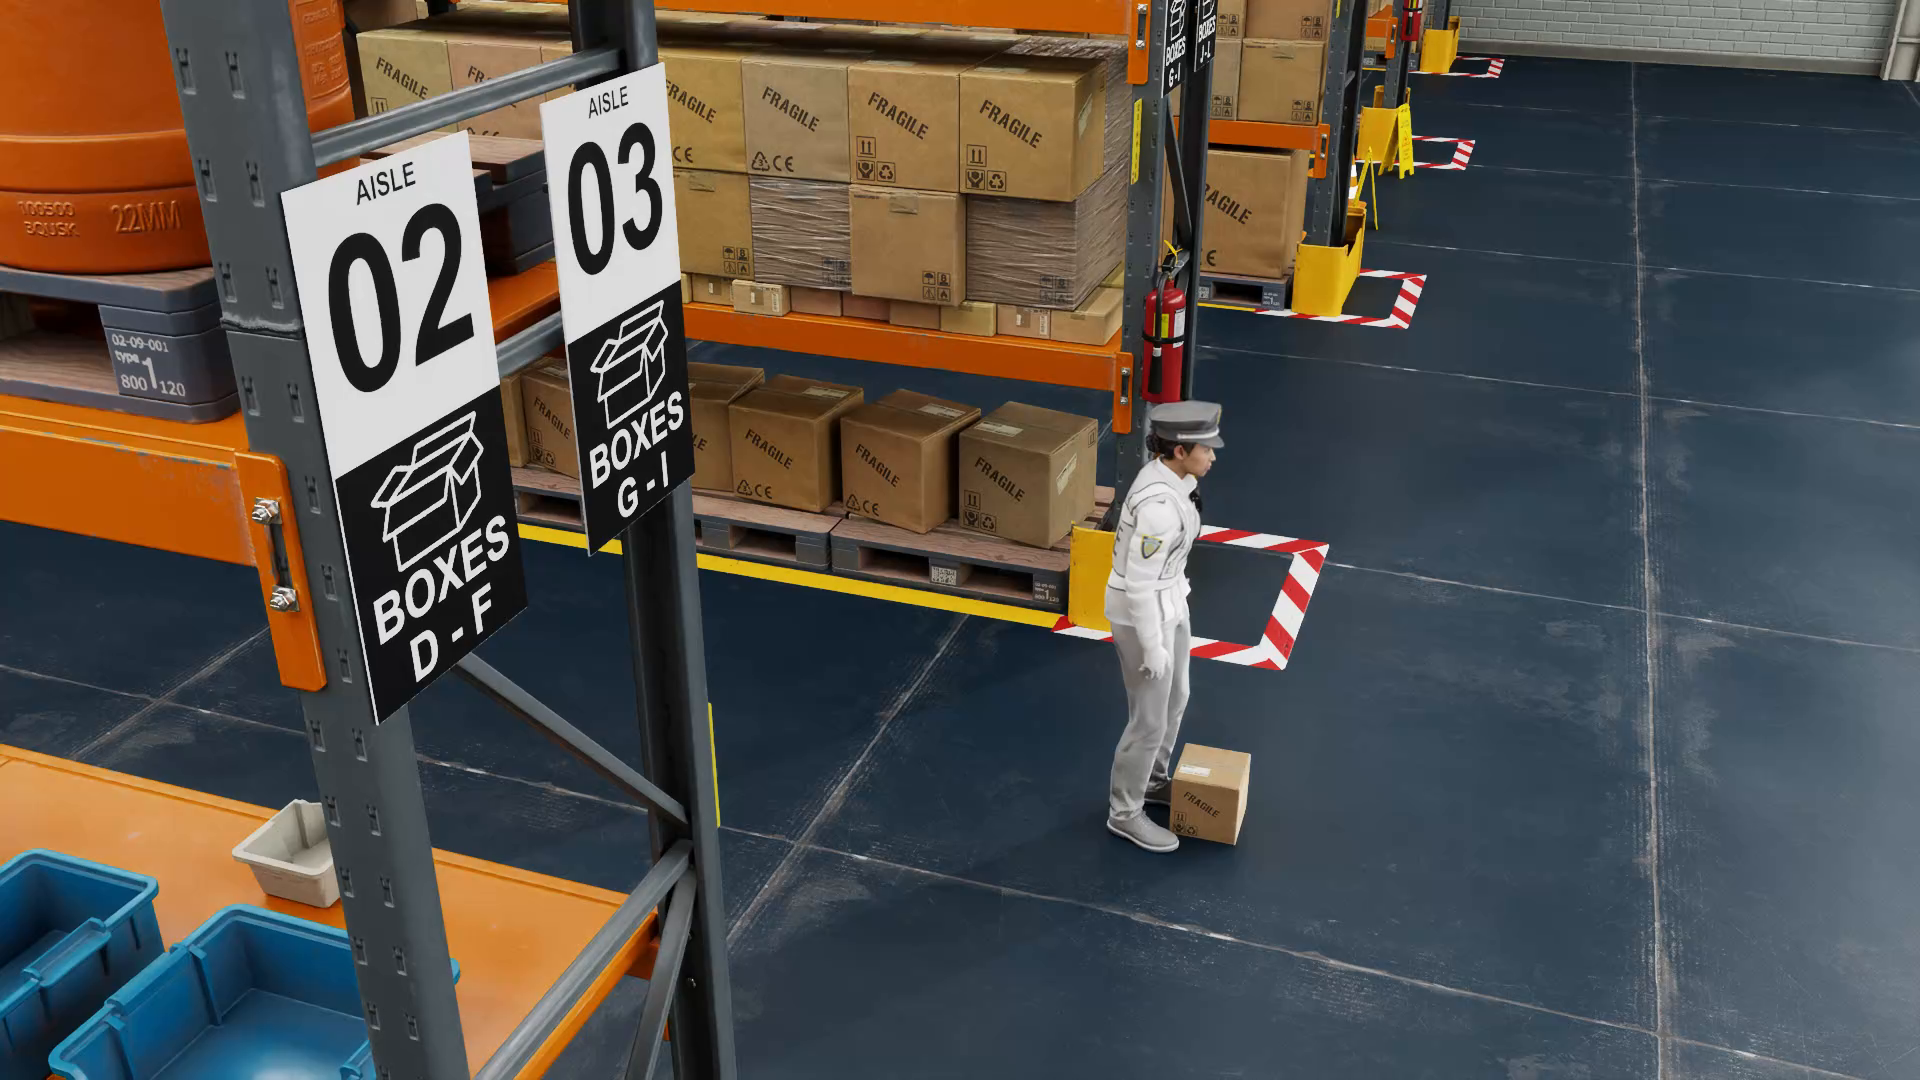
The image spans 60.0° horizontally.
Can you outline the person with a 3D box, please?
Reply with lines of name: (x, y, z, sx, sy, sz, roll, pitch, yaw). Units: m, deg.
person: (0.732, 0.288, 6.015, 0.405, 1.663, 0.539, 8, 27, 16)
